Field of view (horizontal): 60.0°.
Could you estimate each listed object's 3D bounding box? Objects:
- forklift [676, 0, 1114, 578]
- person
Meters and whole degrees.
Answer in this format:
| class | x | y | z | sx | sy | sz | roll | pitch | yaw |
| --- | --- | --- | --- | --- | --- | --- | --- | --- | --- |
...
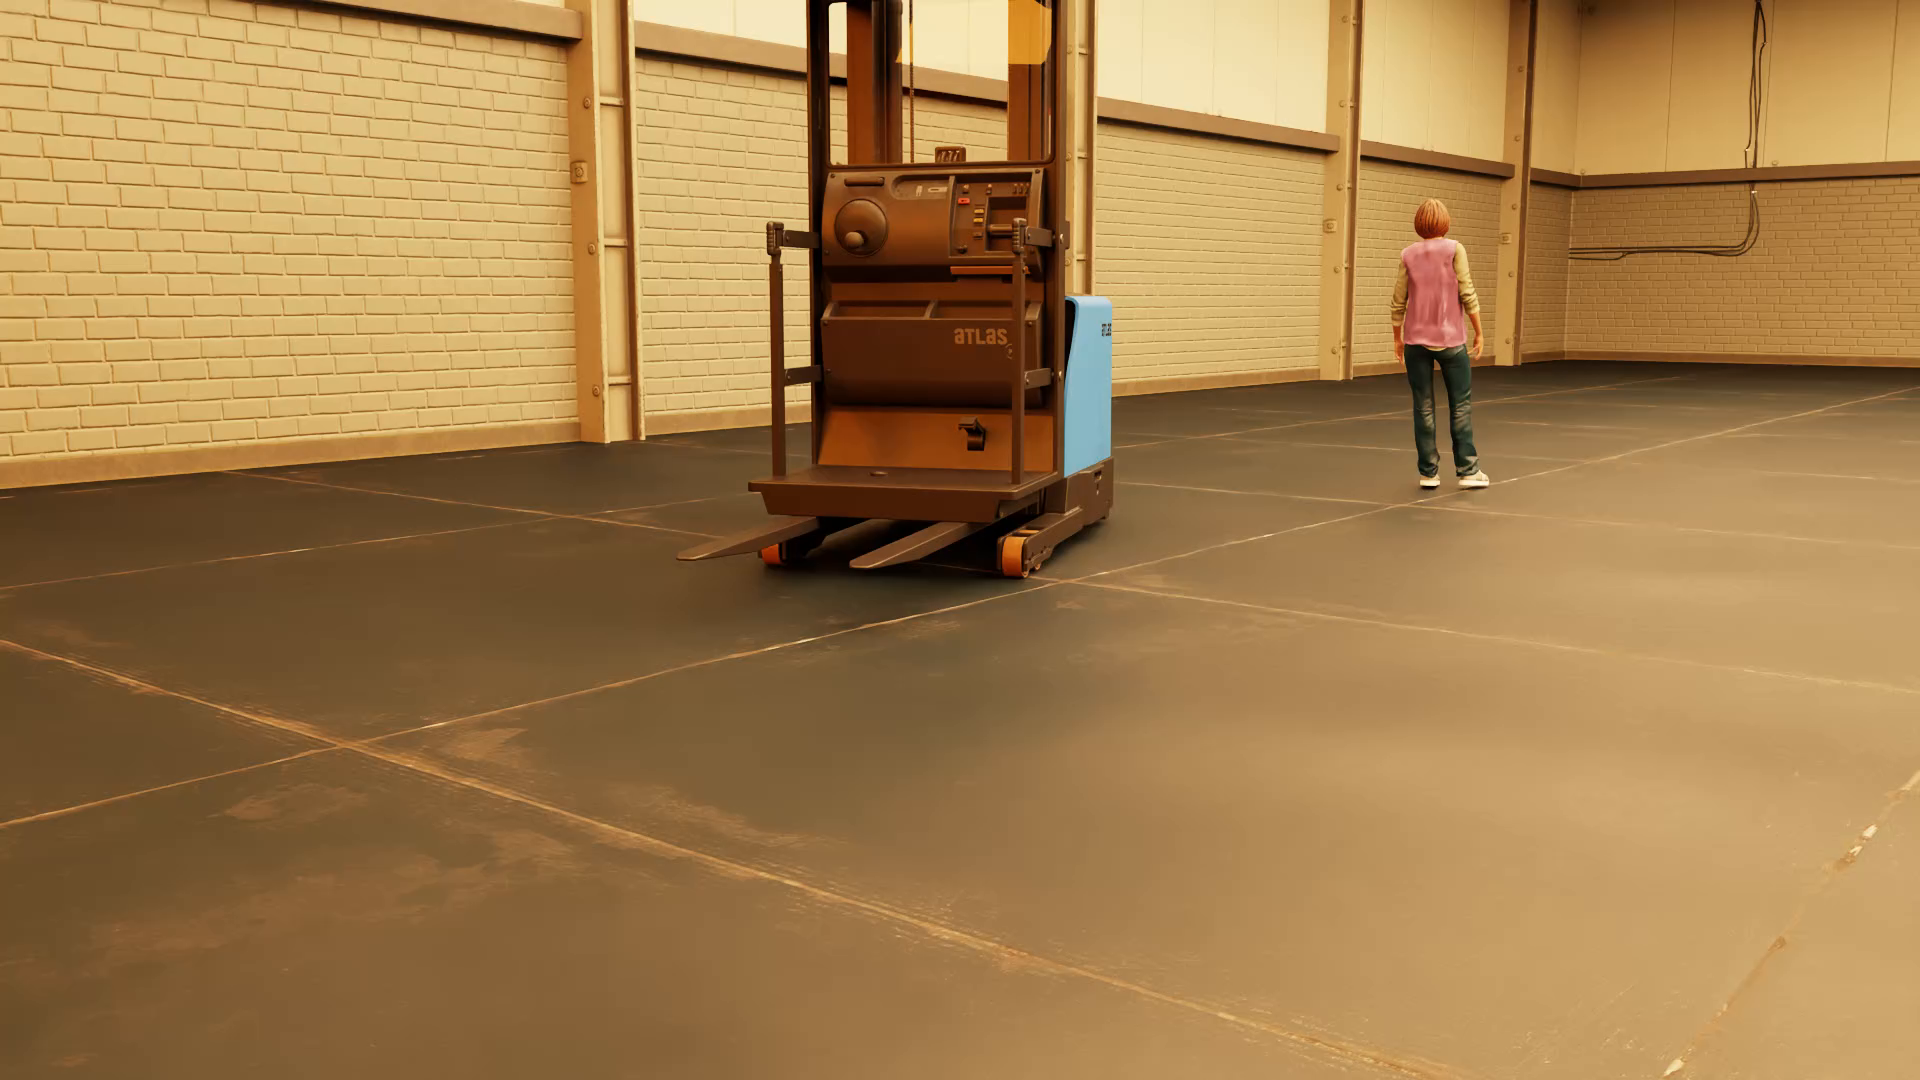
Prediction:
| class | x | y | z | sx | sy | sz | roll | pitch | yaw |
| --- | --- | --- | --- | --- | --- | --- | --- | --- | --- |
| forklift | -0.176 | -1.366 | 6.616 | 1.130 | 2.935 | 3.031 | 3 | 9 | 17 |
| person | 2.691 | -1.094 | 9.313 | 0.520 | 1.596 | 0.475 | 5 | 10 | 31 |
